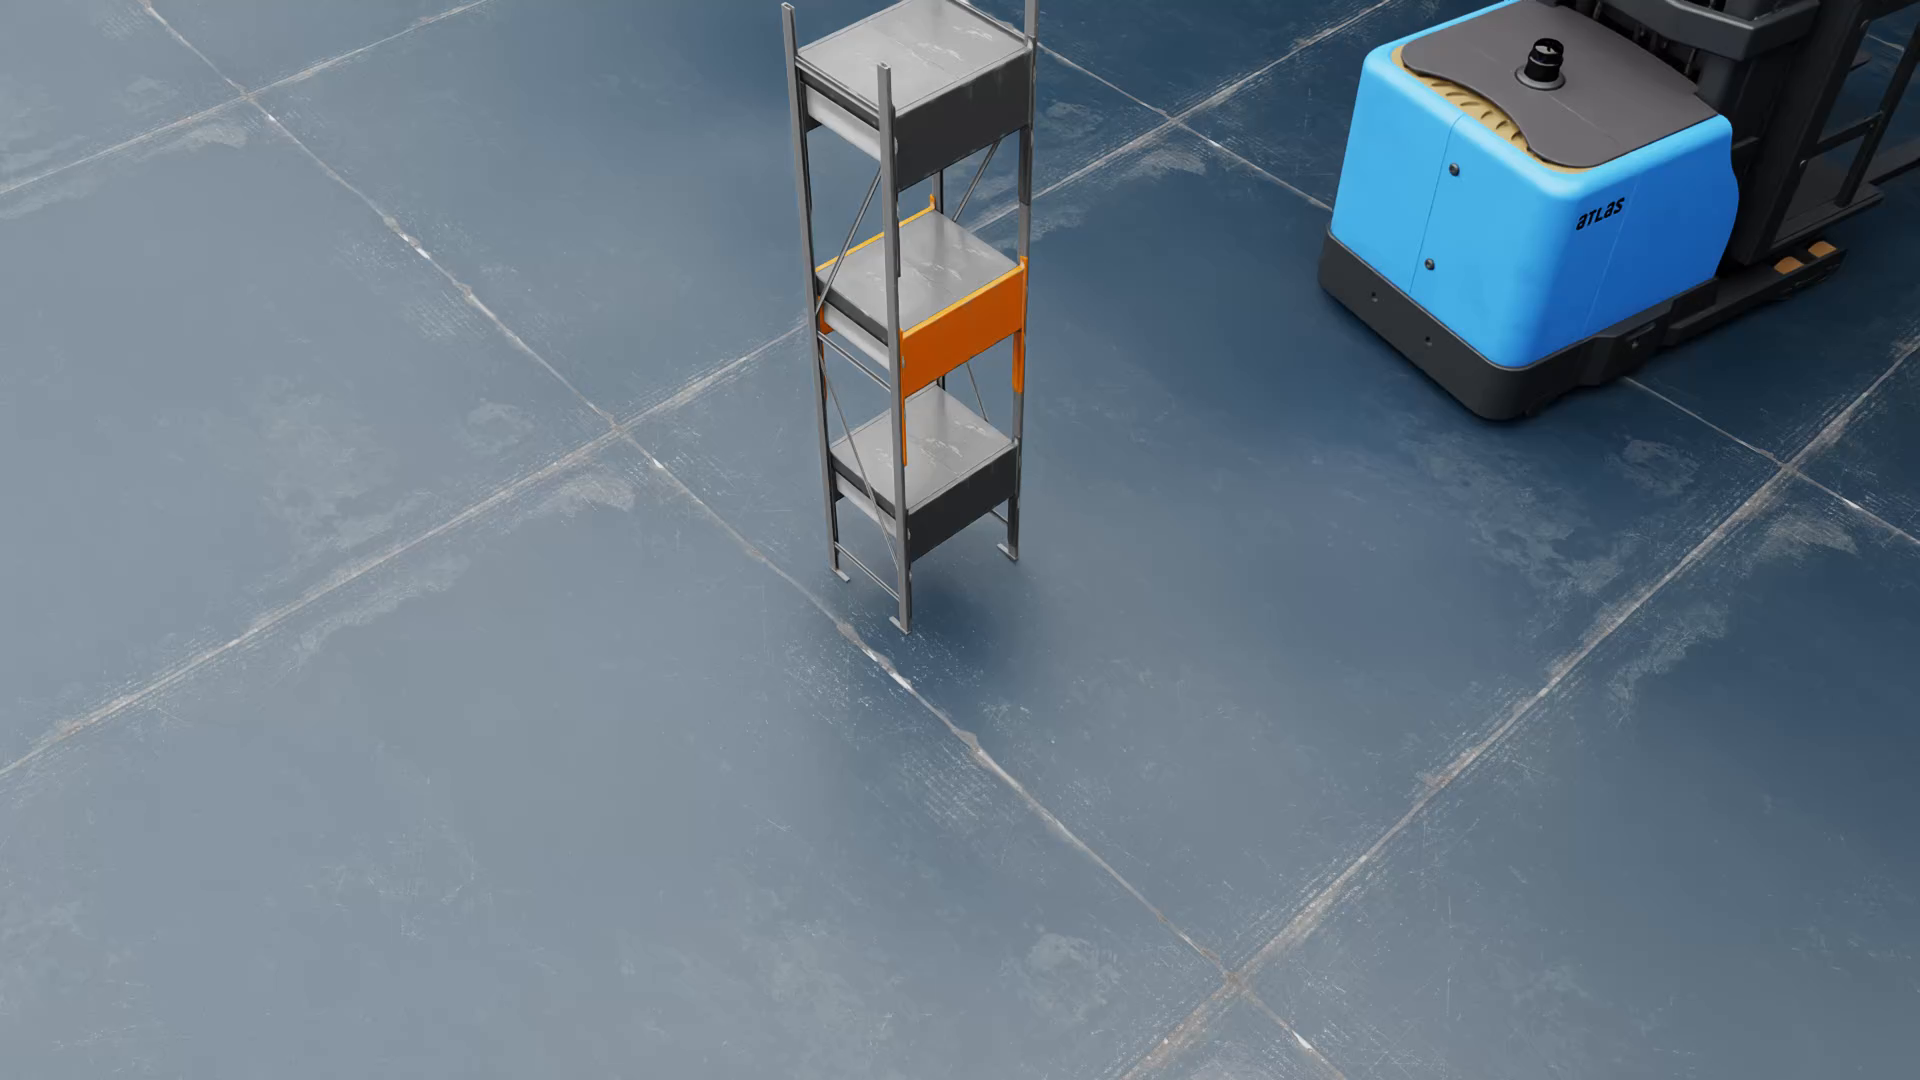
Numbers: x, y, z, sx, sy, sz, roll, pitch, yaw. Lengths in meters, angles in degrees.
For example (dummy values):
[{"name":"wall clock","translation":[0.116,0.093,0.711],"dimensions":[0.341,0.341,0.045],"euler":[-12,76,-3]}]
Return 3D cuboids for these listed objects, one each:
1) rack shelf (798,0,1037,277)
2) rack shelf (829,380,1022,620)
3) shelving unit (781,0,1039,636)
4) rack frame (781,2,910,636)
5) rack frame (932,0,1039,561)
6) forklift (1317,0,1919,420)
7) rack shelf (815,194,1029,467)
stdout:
[{"name":"rack shelf","translation":[-0.122,-1.096,4.398],"dimensions":[0.480,0.518,0.431],"euler":[-34,56,-27]},{"name":"rack shelf","translation":[-0.122,-0.146,5.427],"dimensions":[0.480,0.518,0.431],"euler":[-34,56,-27]},{"name":"shelving unit","translation":[-0.122,-0.630,4.903],"dimensions":[0.503,2.100,0.431],"euler":[-34,56,-27]},{"name":"rack frame","translation":[-0.303,-0.510,4.791],"dimensions":[0.015,2.100,0.400],"euler":[-34,56,-27]},{"name":"rack frame","translation":[0.058,-0.751,5.014],"dimensions":[0.015,2.100,0.400],"euler":[-34,56,-27]},{"name":"forklift","translation":[2.945,-2.263,5.843],"dimensions":[3.031,2.935,1.130],"euler":[-24,52,-21]},{"name":"rack shelf","translation":[-0.122,-0.621,4.913],"dimensions":[0.480,0.518,0.431],"euler":[-34,56,-27]}]
